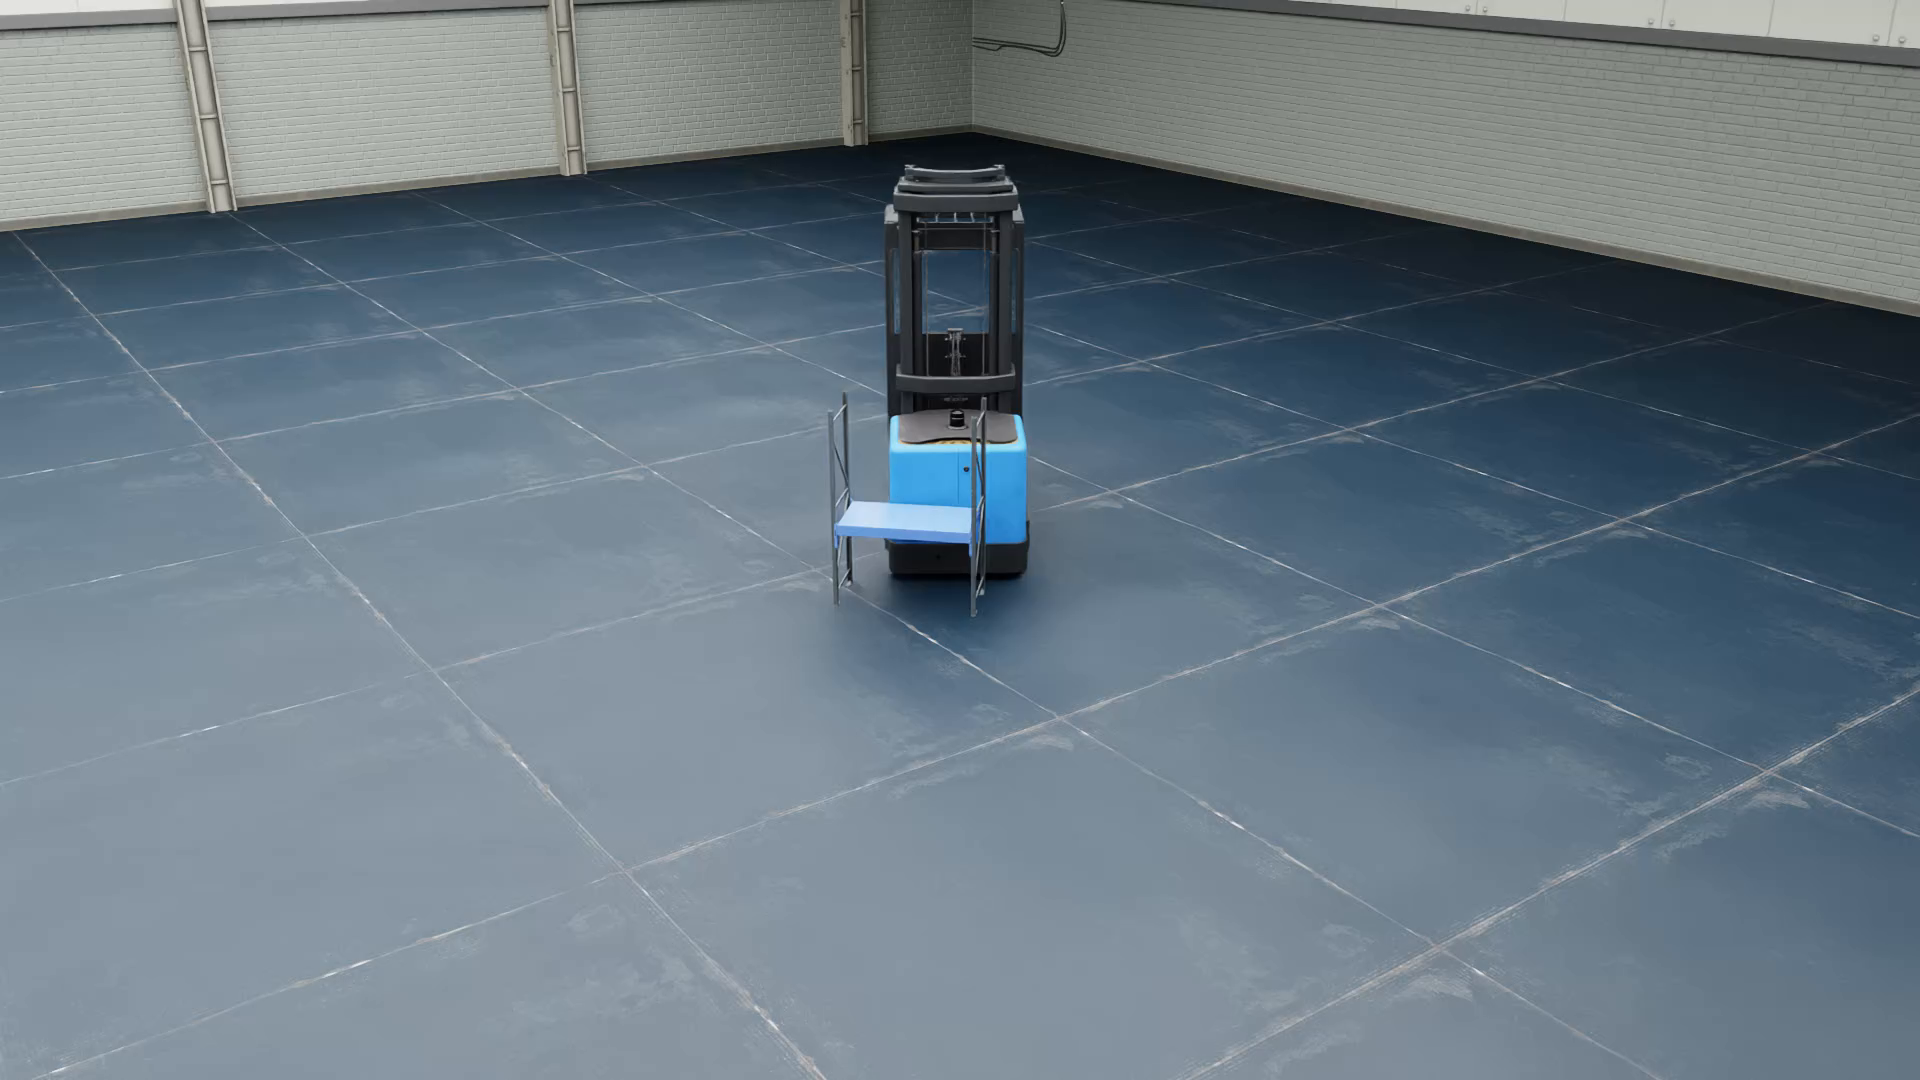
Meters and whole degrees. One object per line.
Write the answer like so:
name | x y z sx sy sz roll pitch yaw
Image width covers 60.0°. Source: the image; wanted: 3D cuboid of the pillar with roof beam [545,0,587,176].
pillar with roof beam | -4.432 -9.466 24.977 0.400 9.000 9.100 -15 26 -33

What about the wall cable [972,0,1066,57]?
wall cable | 1.088 -10.858 32.654 0.112 2.526 3.097 -15 26 -33

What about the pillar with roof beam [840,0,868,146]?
pillar with roof beam | 0.438 -10.765 28.232 0.400 9.000 9.100 -15 26 -33

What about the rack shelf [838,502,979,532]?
rack shelf | -0.368 -0.157 12.071 0.952 0.026 0.459 3 22 9

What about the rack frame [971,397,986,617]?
rack frame | 0.134 -0.232 11.954 0.032 1.500 0.500 3 22 9

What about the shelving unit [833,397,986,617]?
shelving unit | -0.364 -0.262 12.029 1.039 1.500 0.500 3 22 9

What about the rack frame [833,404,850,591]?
rack frame | -0.870 -0.293 12.106 0.013 1.308 0.475 3 22 9

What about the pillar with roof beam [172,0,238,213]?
pillar with roof beam | -9.303 -8.168 21.723 0.400 9.000 9.100 -15 26 -33

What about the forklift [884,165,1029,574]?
forklift | -0.050 -1.603 13.459 1.130 2.935 3.031 -1 22 -1
